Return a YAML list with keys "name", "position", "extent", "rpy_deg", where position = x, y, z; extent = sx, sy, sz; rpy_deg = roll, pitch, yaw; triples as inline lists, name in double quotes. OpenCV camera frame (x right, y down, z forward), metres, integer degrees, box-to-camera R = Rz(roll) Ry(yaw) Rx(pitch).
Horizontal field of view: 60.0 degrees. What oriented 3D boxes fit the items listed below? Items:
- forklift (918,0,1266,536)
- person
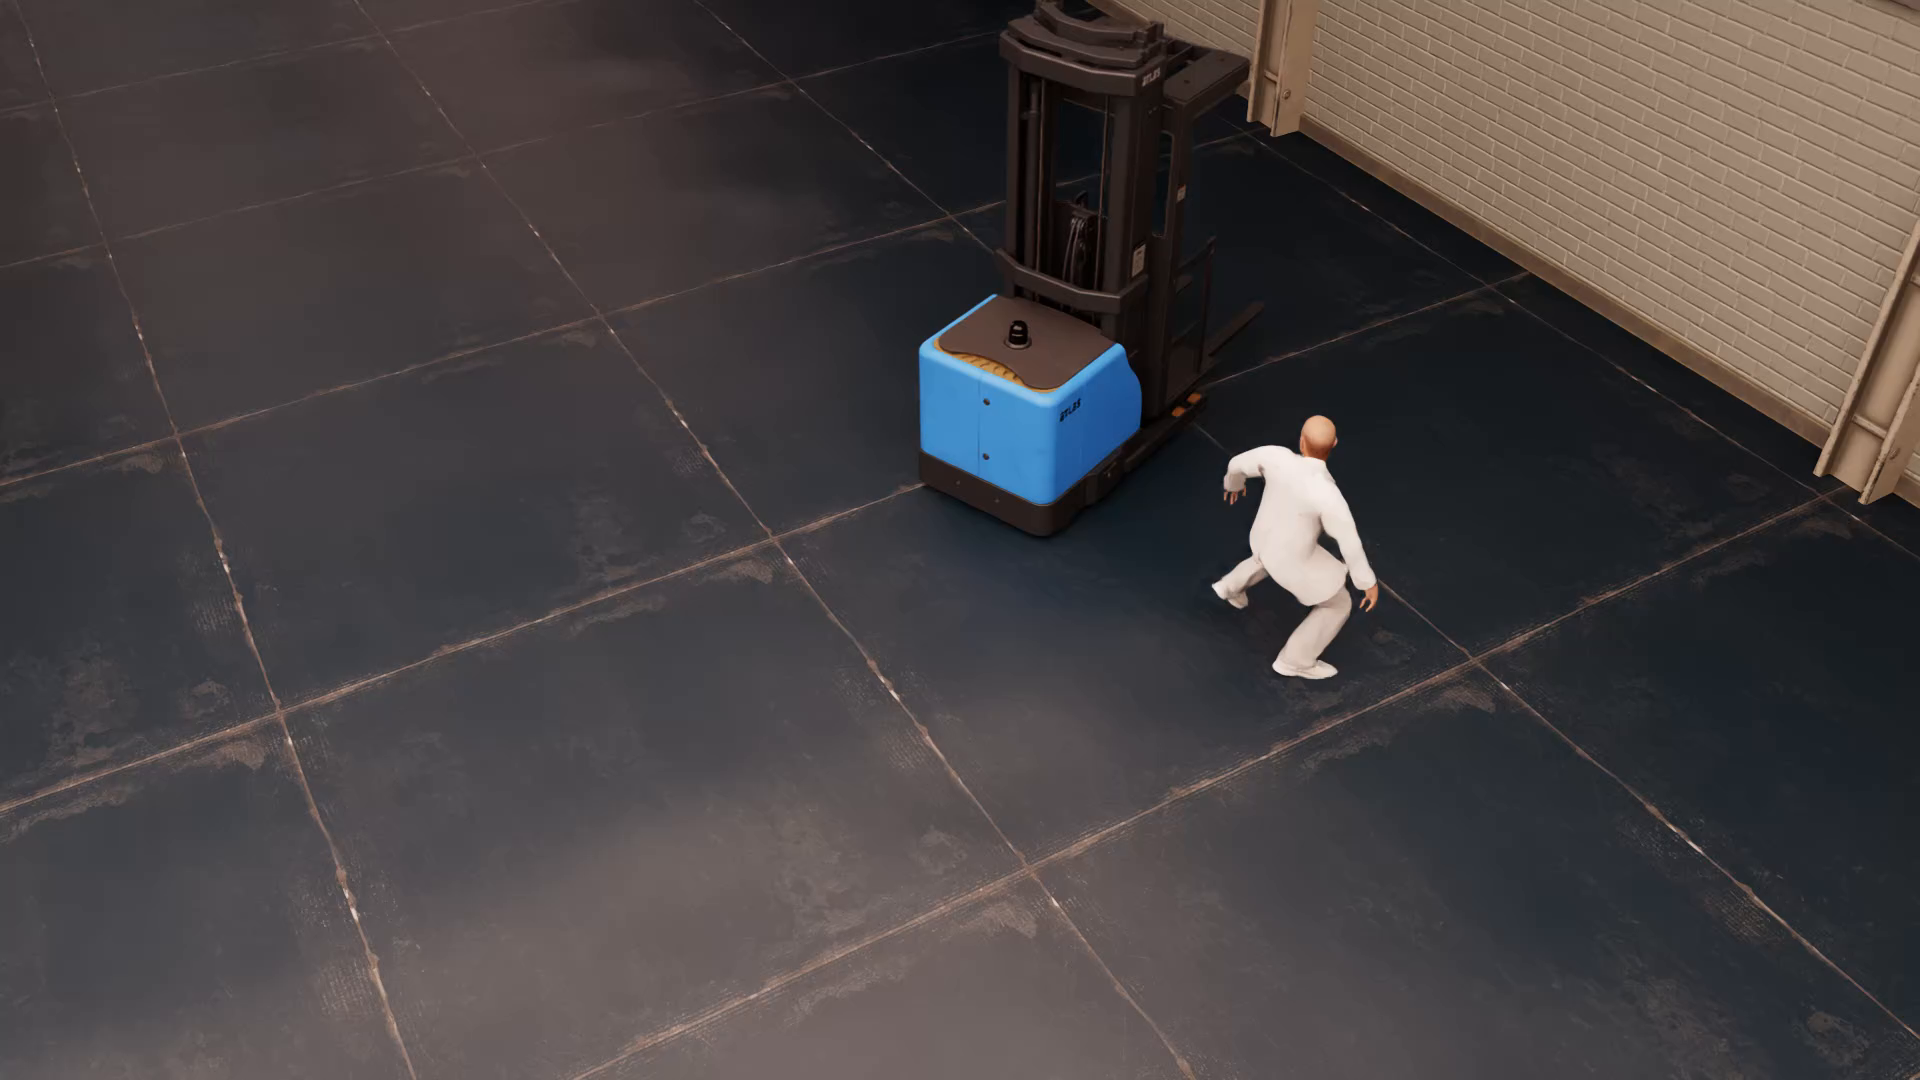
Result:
- name: "forklift"
  position: [1.031, -2.039, 10.494]
  extent: [1.130, 2.935, 3.031]
  rpy_deg: [26, 46, 28]
- name: "person"
  position: [1.836, 0.015, 9.059]
  extent: [0.538, 1.662, 1.026]
  rpy_deg: [-16, 42, -19]
